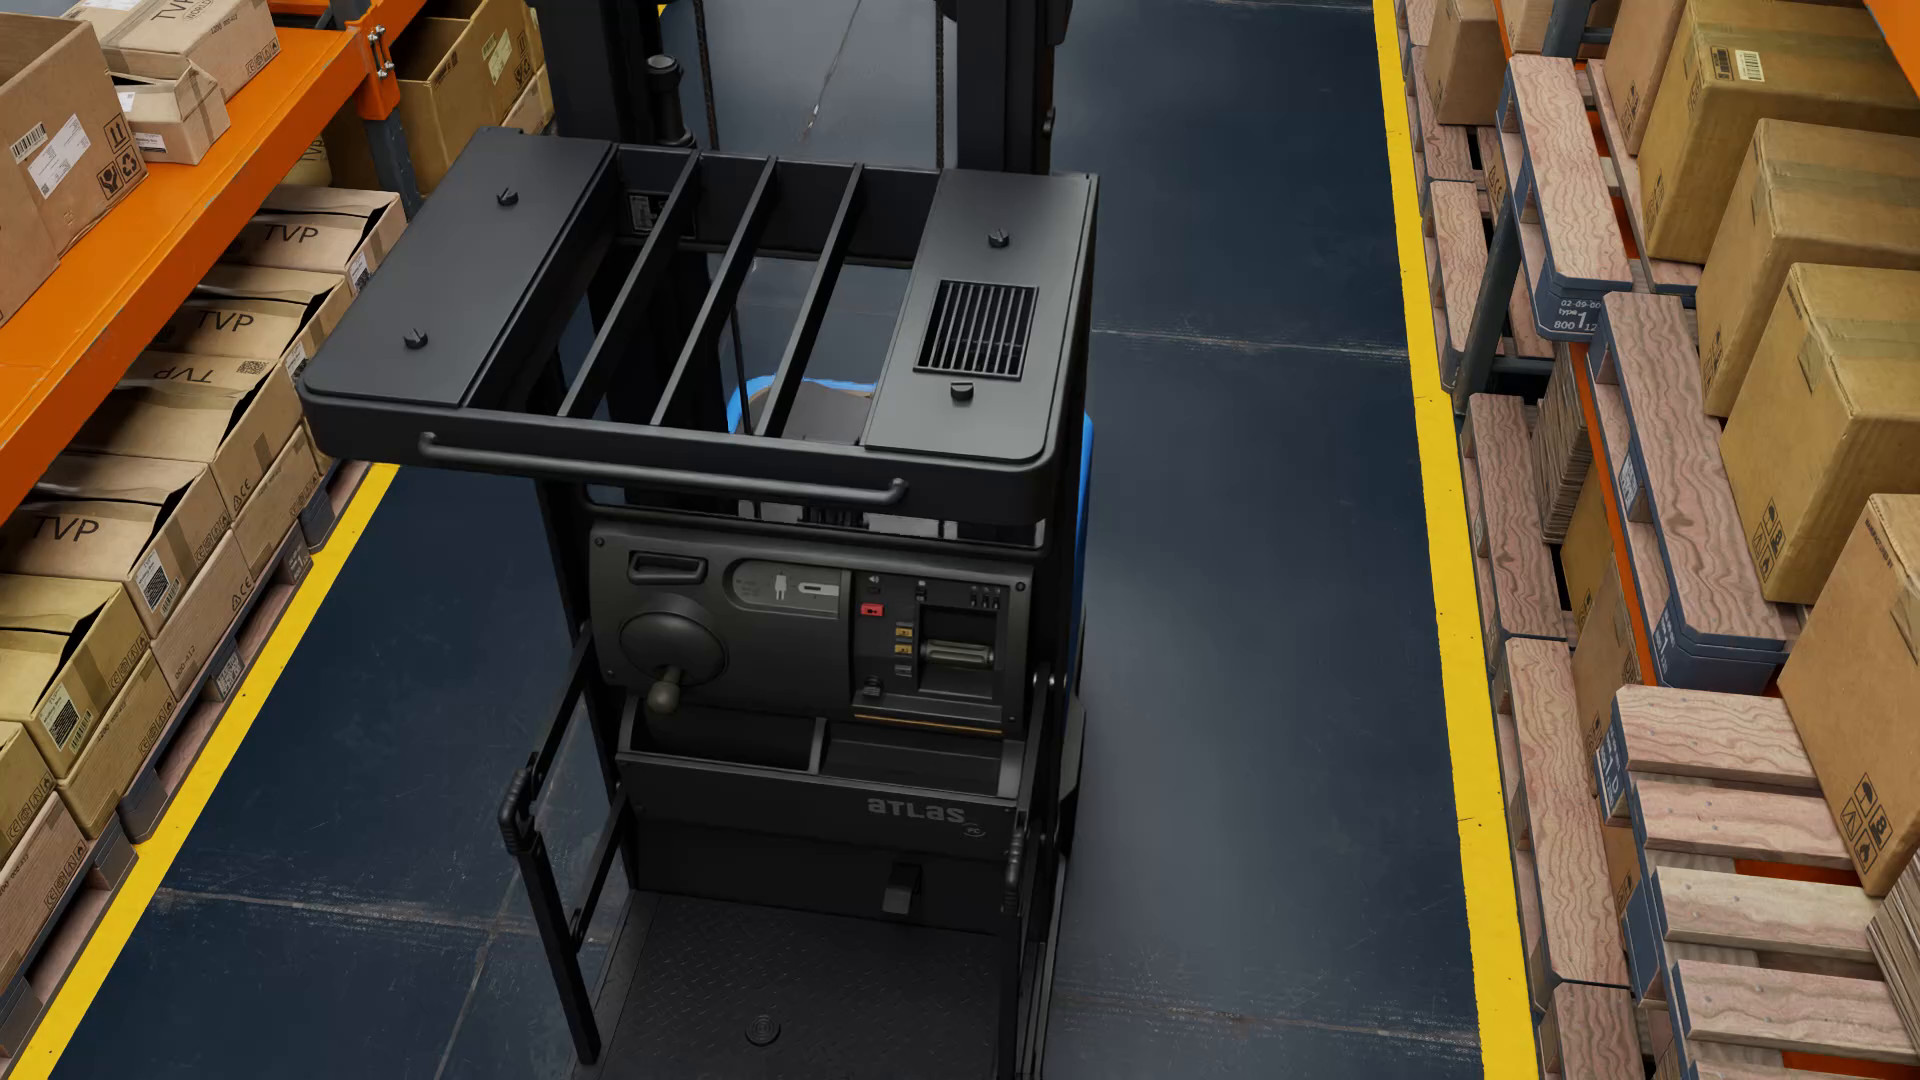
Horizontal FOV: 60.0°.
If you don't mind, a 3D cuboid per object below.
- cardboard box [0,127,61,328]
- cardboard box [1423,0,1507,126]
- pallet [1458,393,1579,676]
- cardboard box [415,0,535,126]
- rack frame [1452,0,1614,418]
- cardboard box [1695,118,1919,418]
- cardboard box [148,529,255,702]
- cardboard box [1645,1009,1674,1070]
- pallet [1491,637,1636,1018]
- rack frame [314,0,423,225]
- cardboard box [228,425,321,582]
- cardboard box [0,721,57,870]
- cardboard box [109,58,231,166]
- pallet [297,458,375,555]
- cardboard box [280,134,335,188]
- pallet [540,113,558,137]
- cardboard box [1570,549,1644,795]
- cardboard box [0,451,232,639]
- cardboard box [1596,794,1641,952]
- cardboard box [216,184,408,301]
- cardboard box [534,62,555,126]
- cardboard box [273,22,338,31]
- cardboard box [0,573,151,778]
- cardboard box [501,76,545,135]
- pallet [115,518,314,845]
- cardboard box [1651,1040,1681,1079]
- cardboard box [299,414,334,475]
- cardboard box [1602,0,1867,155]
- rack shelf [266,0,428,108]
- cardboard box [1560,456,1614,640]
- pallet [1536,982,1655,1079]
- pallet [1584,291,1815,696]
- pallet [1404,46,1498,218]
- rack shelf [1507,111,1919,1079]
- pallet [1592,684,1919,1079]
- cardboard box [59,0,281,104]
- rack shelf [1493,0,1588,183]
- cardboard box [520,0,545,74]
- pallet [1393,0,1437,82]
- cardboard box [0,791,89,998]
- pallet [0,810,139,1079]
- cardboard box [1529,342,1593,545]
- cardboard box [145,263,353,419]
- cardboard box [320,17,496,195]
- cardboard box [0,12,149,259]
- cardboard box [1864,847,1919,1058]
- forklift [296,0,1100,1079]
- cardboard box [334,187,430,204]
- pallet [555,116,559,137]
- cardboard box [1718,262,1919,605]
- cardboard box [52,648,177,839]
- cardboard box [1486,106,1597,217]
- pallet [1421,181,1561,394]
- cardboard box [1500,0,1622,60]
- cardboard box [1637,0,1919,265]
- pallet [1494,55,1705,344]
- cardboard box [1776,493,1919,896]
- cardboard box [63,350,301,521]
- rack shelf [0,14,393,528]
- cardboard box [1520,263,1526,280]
[{"bbox_3d":[-2.806,-0.811,4.352,0.500,0.500,0.500,5,44,6],"label":"cardboard box"},{"bbox_3d":[2.485,-2.180,7.369,0.700,0.500,0.500,3,44,3],"label":"cardboard box"},{"bbox_3d":[2.257,-0.006,5.603,1.003,0.211,1.213,5,44,6],"label":"pallet"},{"bbox_3d":[-2.122,-2.052,6.885,0.500,0.500,0.500,5,44,6],"label":"cardboard box"},{"bbox_3d":[2.359,-1.549,5.205,1.000,3.000,0.127,5,44,6],"label":"rack frame"},{"bbox_3d":[2.121,-0.570,3.777,0.700,0.500,0.500,11,45,11],"label":"cardboard box"},{"bbox_3d":[-2.524,0.198,5.054,0.500,0.250,0.500,6,44,6],"label":"cardboard box"},{"bbox_3d":[2.057,1.089,3.916,0.700,0.500,0.500,5,44,5],"label":"cardboard box"},{"bbox_3d":[2.098,0.828,4.722,1.003,0.211,1.213,5,44,6],"label":"pallet"},{"bbox_3d":[-2.552,-1.997,5.677,1.000,3.000,0.127,5,44,6],"label":"rack frame"},{"bbox_3d":[-2.455,-0.149,5.420,0.500,0.250,0.500,6,44,6],"label":"cardboard box"},{"bbox_3d":[-2.659,0.682,4.134,0.500,0.311,0.500,4,44,4],"label":"cardboard box"},{"bbox_3d":[-2.486,-1.332,5.073,0.396,0.266,0.258,4,44,4],"label":"cardboard box"},{"bbox_3d":[-2.611,-0.479,6.102,1.003,0.211,1.213,5,44,6],"label":"pallet"},{"bbox_3d":[-2.707,-1.487,6.833,0.500,0.250,0.500,5,44,6],"label":"cardboard box"},{"bbox_3d":[-2.405,-1.523,7.204,1.003,0.211,1.213,5,44,6],"label":"pallet"},{"bbox_3d":[2.152,0.403,4.641,0.700,0.500,0.500,6,44,6],"label":"cardboard box"},{"bbox_3d":[-2.522,-0.015,4.871,0.500,0.311,0.500,5,44,5],"label":"cardboard box"},{"bbox_3d":[2.094,0.748,4.277,0.700,0.500,0.500,5,44,5],"label":"cardboard box"},{"bbox_3d":[-2.321,-1.053,5.967,0.500,0.311,0.500,5,44,6],"label":"cardboard box"},{"bbox_3d":[-2.048,-2.120,7.502,0.500,0.250,0.500,5,44,6],"label":"cardboard box"},{"bbox_3d":[-2.630,-2.099,6.934,0.500,0.500,0.500,5,44,6],"label":"cardboard box"},{"bbox_3d":[-2.590,0.335,4.501,0.500,0.311,0.500,4,44,4],"label":"cardboard box"},{"bbox_3d":[-2.119,-1.780,7.142,0.500,0.250,0.500,5,44,6],"label":"cardboard box"},{"bbox_3d":[-2.770,0.355,5.221,1.003,0.211,1.213,5,44,6],"label":"pallet"},{"bbox_3d":[1.873,1.429,3.557,0.700,0.500,0.500,6,44,6],"label":"cardboard box"},{"bbox_3d":[-2.388,-0.497,5.788,0.500,0.250,0.500,5,44,5],"label":"cardboard box"},{"bbox_3d":[2.258,-1.402,4.656,0.700,0.500,0.500,5,44,6],"label":"cardboard box"},{"bbox_3d":[-2.288,-3.099,7.364,1.077,0.370,4.000,5,44,6],"label":"rack shelf"},{"bbox_3d":[2.259,0.059,5.005,0.700,0.500,0.500,4,44,5],"label":"cardboard box"},{"bbox_3d":[1.935,1.657,3.847,1.003,0.211,1.213,5,44,6],"label":"pallet"},{"bbox_3d":[2.051,-0.106,3.820,1.003,0.211,1.213,5,44,6],"label":"pallet"},{"bbox_3d":[2.571,-1.831,7.531,1.003,0.211,1.213,5,44,6],"label":"pallet"},{"bbox_3d":[2.094,0.075,4.012,1.077,0.370,4.000,5,44,6],"label":"rack shelf"},{"bbox_3d":[1.819,0.751,2.915,1.213,0.211,1.003,5,44,6],"label":"pallet"},{"bbox_3d":[-2.574,-1.603,5.370,0.500,0.250,0.500,8,44,8],"label":"cardboard box"},{"bbox_3d":[2.623,-2.651,6.891,1.077,0.370,4.000,5,44,6],"label":"rack shelf"},{"bbox_3d":[-2.048,-2.392,7.244,0.500,0.500,0.500,5,44,6],"label":"cardboard box"},{"bbox_3d":[2.735,-2.661,8.406,1.003,0.211,1.213,5,44,6],"label":"pallet"},{"bbox_3d":[-2.655,0.902,4.310,0.500,0.250,0.500,4,44,4],"label":"cardboard box"},{"bbox_3d":[-2.933,1.184,4.346,1.003,0.211,1.213,5,44,6],"label":"pallet"},{"bbox_3d":[2.278,-0.298,5.381,0.700,0.500,0.500,7,44,7],"label":"cardboard box"},{"bbox_3d":[-2.384,-0.697,5.591,0.500,0.311,0.500,6,44,7],"label":"cardboard box"},{"bbox_3d":[-2.180,-1.711,6.524,0.500,0.500,0.500,5,44,6],"label":"cardboard box"},{"bbox_3d":[-2.739,-1.152,4.713,0.500,0.500,0.500,8,44,9],"label":"cardboard box"},{"bbox_3d":[1.882,0.660,2.479,0.700,0.500,0.500,1,43,1],"label":"cardboard box"},{"bbox_3d":[-0.347,0.287,3.315,1.130,2.935,3.031,6,44,6],"label":"forklift"},{"bbox_3d":[-2.190,-1.440,6.783,0.500,0.250,0.500,5,44,6],"label":"cardboard box"},{"bbox_3d":[-2.246,-2.356,8.085,1.003,0.211,1.213,5,44,6],"label":"pallet"},{"bbox_3d":[2.025,-0.192,3.378,0.700,0.500,0.500,5,44,6],"label":"cardboard box"},{"bbox_3d":[-2.592,0.547,4.685,0.500,0.250,0.500,4,44,4],"label":"cardboard box"},{"bbox_3d":[2.456,-1.512,6.664,0.500,0.500,0.500,2,43,2],"label":"cardboard box"},{"bbox_3d":[2.412,-0.998,6.650,1.003,0.211,1.213,5,44,6],"label":"pallet"},{"bbox_3d":[2.121,-1.852,5.619,0.500,0.250,0.500,5,44,6],"label":"cardboard box"},{"bbox_3d":[2.177,-1.021,4.254,0.700,0.500,0.500,9,44,10],"label":"cardboard box"},{"bbox_3d":[2.114,-0.972,4.734,1.003,0.211,1.213,5,44,6],"label":"pallet"},{"bbox_3d":[1.929,0.276,2.884,0.700,0.500,0.500,1,43,2],"label":"cardboard box"},{"bbox_3d":[-2.452,-0.358,5.233,0.500,0.311,0.500,5,44,5],"label":"cardboard box"},{"bbox_3d":[-2.816,-0.373,4.485,1.077,0.370,4.000,5,44,6],"label":"rack shelf"},{"bbox_3d":[2.400,-1.048,6.415,0.380,0.166,0.250,0,43,0],"label":"cardboard box"}]
